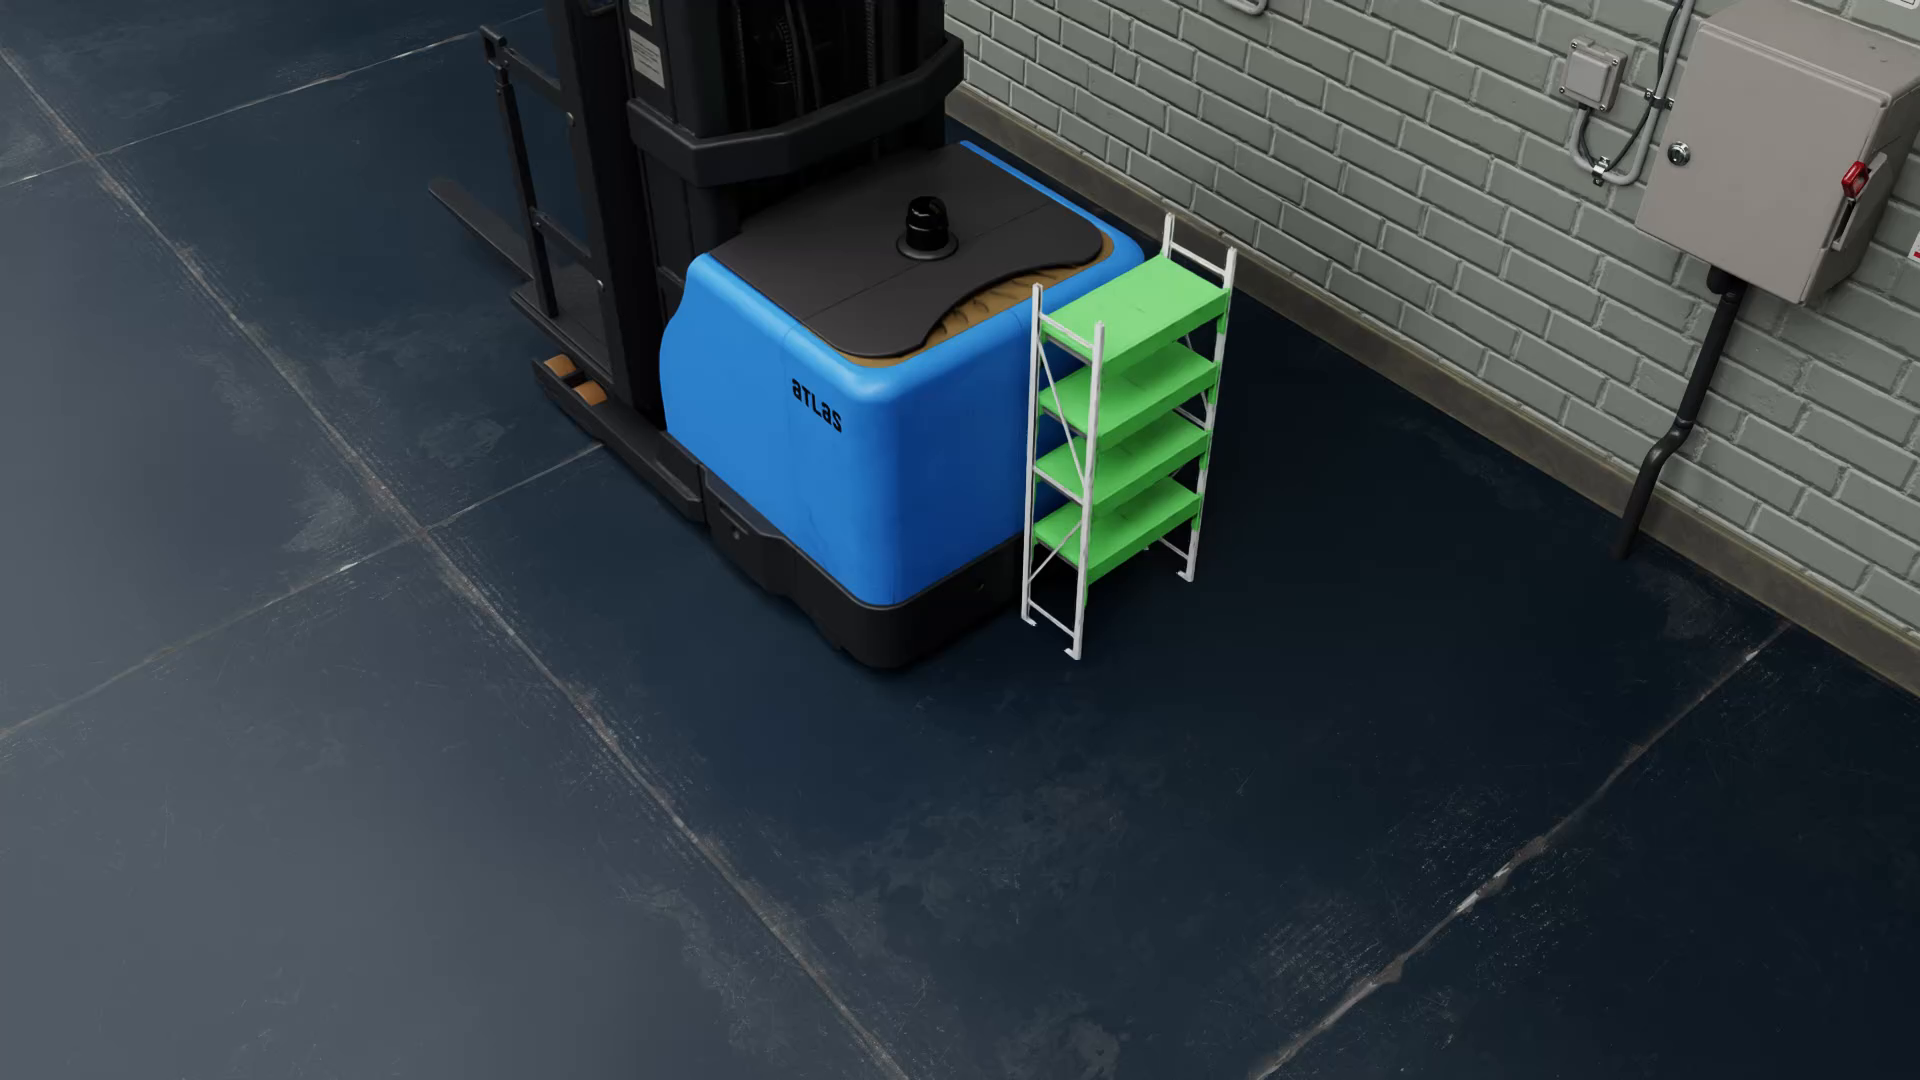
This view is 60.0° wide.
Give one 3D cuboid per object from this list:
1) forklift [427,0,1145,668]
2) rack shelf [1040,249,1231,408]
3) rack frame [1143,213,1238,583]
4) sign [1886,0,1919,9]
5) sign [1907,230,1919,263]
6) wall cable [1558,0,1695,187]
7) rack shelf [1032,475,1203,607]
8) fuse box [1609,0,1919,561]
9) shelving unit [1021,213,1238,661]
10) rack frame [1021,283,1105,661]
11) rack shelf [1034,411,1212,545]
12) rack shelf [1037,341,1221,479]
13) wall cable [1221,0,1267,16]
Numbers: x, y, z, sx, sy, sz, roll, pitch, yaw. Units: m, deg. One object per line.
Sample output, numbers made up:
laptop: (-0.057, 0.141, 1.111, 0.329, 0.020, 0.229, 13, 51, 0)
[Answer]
forklift: (-0.812, -1.640, 4.856, 1.130, 2.935, 3.031, -30, 51, -28)
rack shelf: (0.451, -0.561, 4.363, 0.480, 0.148, 0.258, -32, 52, -29)
rack frame: (0.632, -0.369, 4.767, 0.015, 1.200, 0.240, -32, 52, -29)
sign: (2.179, -1.442, 3.991, 0.001, 0.242, 0.339, -30, 51, -28)
sign: (2.532, -0.818, 3.999, 0.001, 0.494, 0.329, -30, 51, -28)
wall cable: (1.739, -1.819, 4.253, 0.122, 1.984, 0.588, -30, 51, -28)
rack shelf: (0.451, -0.036, 4.856, 0.480, 0.148, 0.258, -32, 52, -29)
fuse box: (2.056, -0.551, 4.587, 0.414, 1.711, 0.539, -30, 51, -28)
shelving unit: (0.451, -0.258, 4.648, 0.503, 1.200, 0.258, -32, 52, -29)
rack frame: (0.269, -0.146, 4.529, 0.015, 1.200, 0.240, -32, 52, -29)
rack shelf: (0.451, -0.211, 4.692, 0.480, 0.148, 0.258, -32, 52, -29)
rack shelf: (0.451, -0.386, 4.527, 0.480, 0.148, 0.258, -32, 52, -29)
wall cable: (0.820, -2.570, 5.030, 0.123, 1.953, 0.585, -30, 51, -28)
